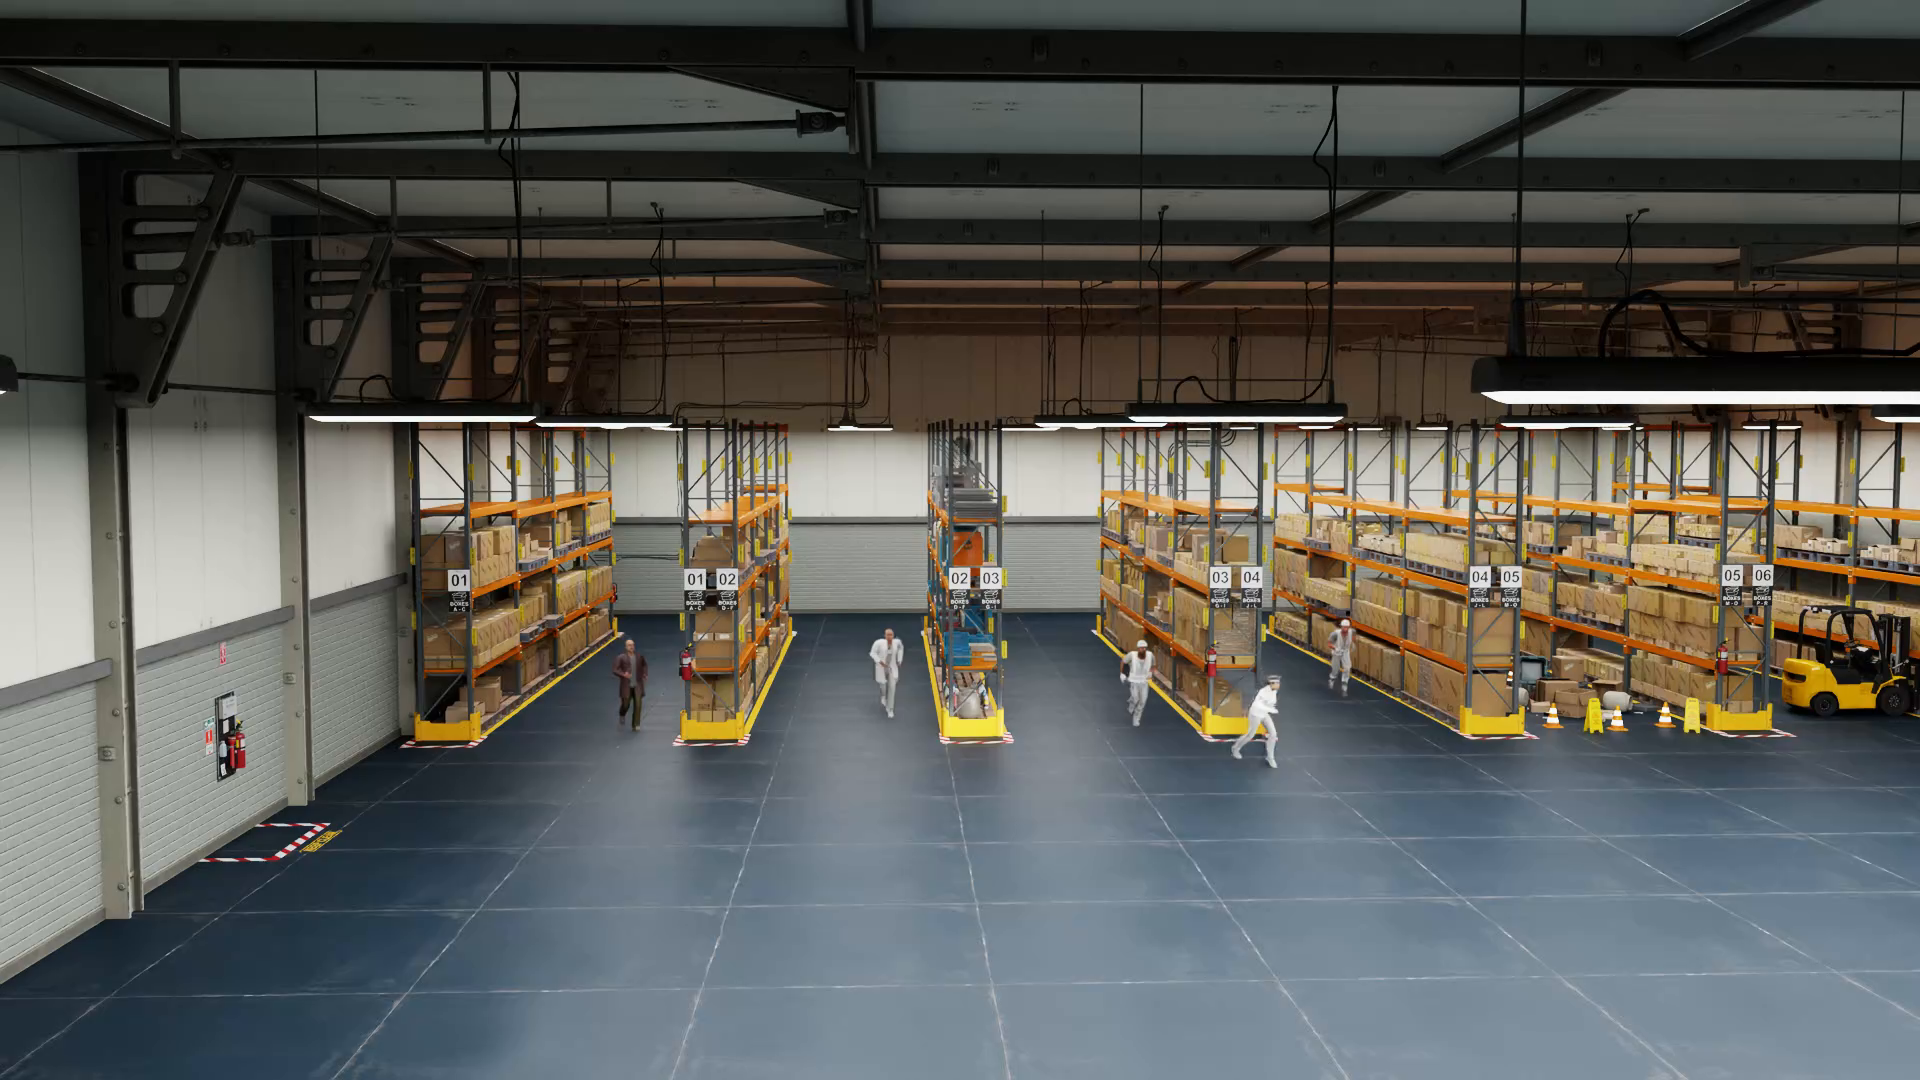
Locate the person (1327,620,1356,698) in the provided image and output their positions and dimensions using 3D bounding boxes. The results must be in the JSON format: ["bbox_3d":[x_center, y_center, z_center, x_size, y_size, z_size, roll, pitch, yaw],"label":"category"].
[{"bbox_3d":[8.321,2.564,36.444,0.704,1.732,1.055,-1,4,-9],"label":"person"}]

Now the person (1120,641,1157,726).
[{"bbox_3d":[3.508,2.796,32.650,0.674,1.705,0.759,-1,4,-12],"label":"person"}]

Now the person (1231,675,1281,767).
[{"bbox_3d":[5.143,3.114,28.835,0.961,1.622,0.658,3,5,40],"label":"person"}]

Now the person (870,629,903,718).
[{"bbox_3d":[-1.498,2.677,33.976,0.712,1.778,1.188,-1,4,-9],"label":"person"}]

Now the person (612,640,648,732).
[{"bbox_3d":[-6.339,2.797,32.060,0.725,1.746,0.902,-2,4,-26],"label":"person"}]
